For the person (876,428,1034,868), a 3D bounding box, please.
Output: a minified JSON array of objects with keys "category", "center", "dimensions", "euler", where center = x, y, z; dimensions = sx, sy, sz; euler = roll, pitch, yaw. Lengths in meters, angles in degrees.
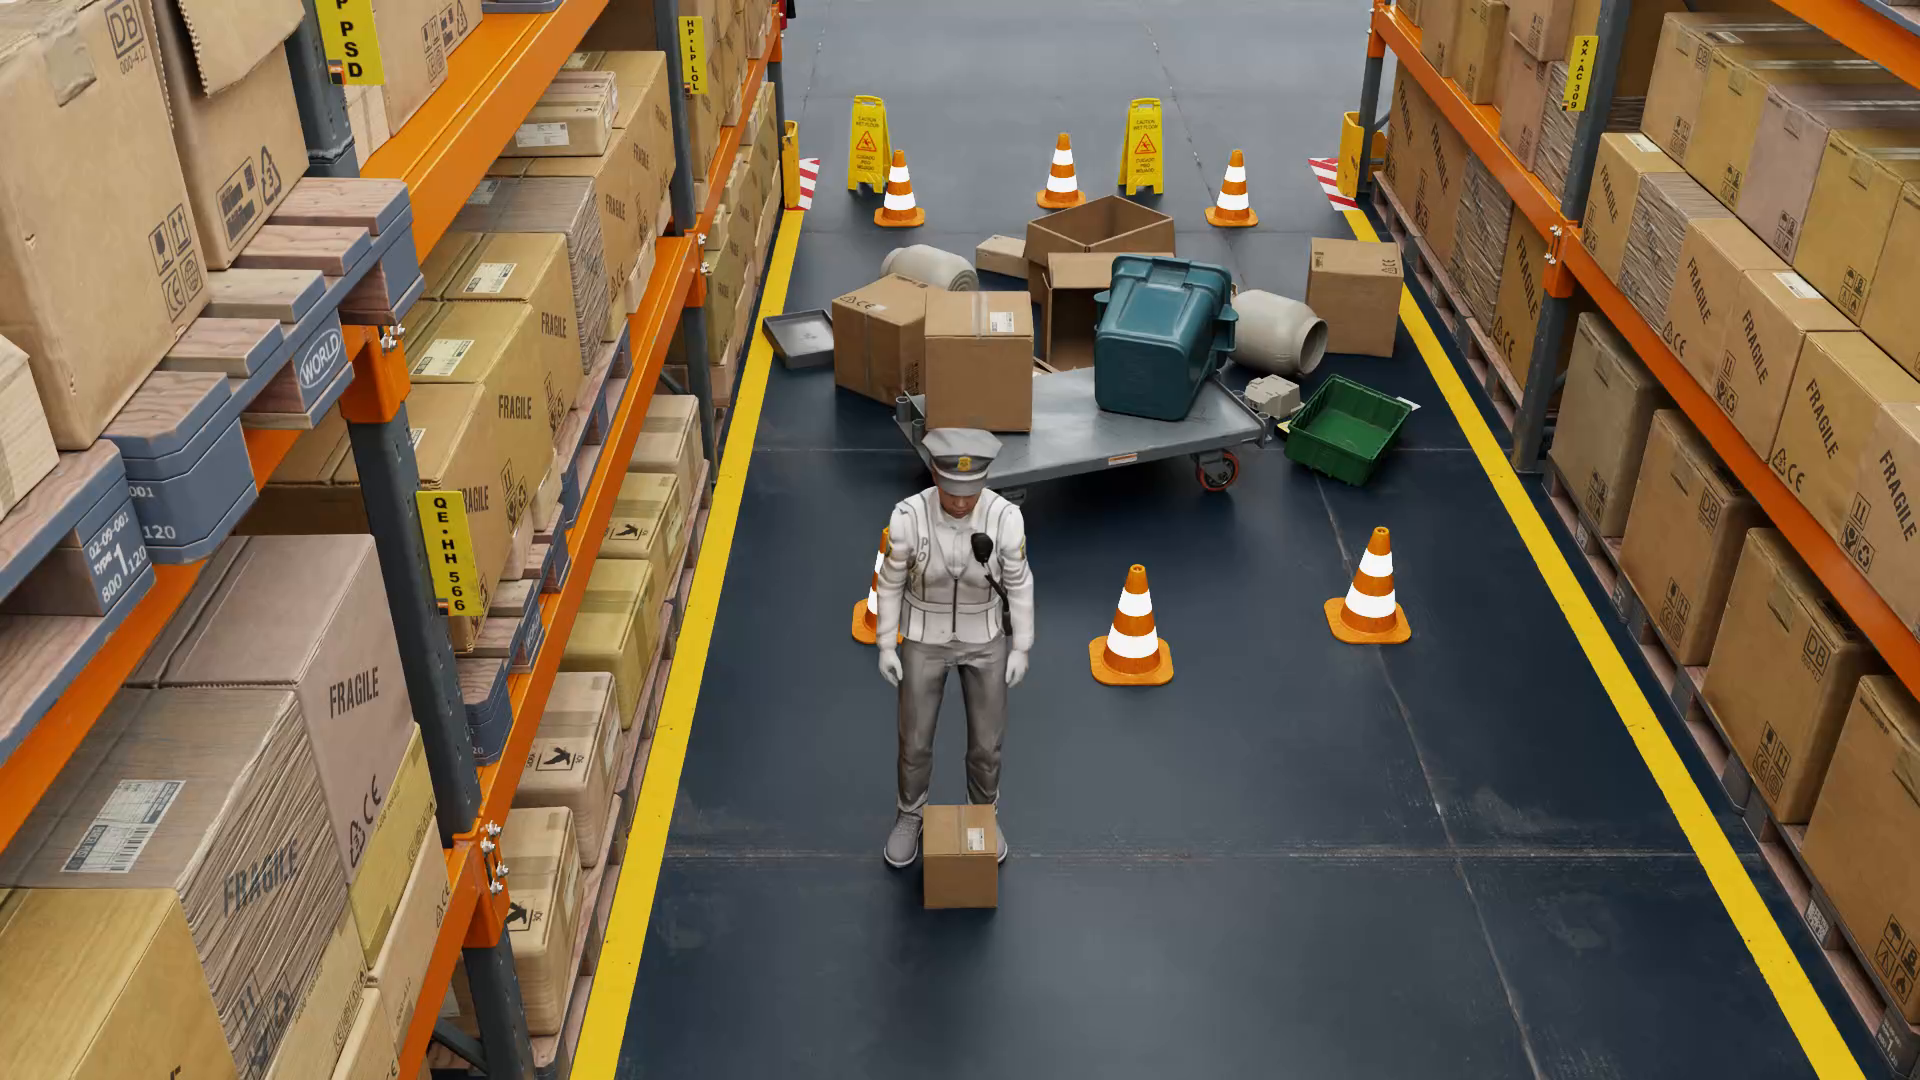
[{"category":"person","center":[-0.018,0.359,5.551],"dimensions":[0.526,1.662,0.375],"euler":[0,32,-1]}]
